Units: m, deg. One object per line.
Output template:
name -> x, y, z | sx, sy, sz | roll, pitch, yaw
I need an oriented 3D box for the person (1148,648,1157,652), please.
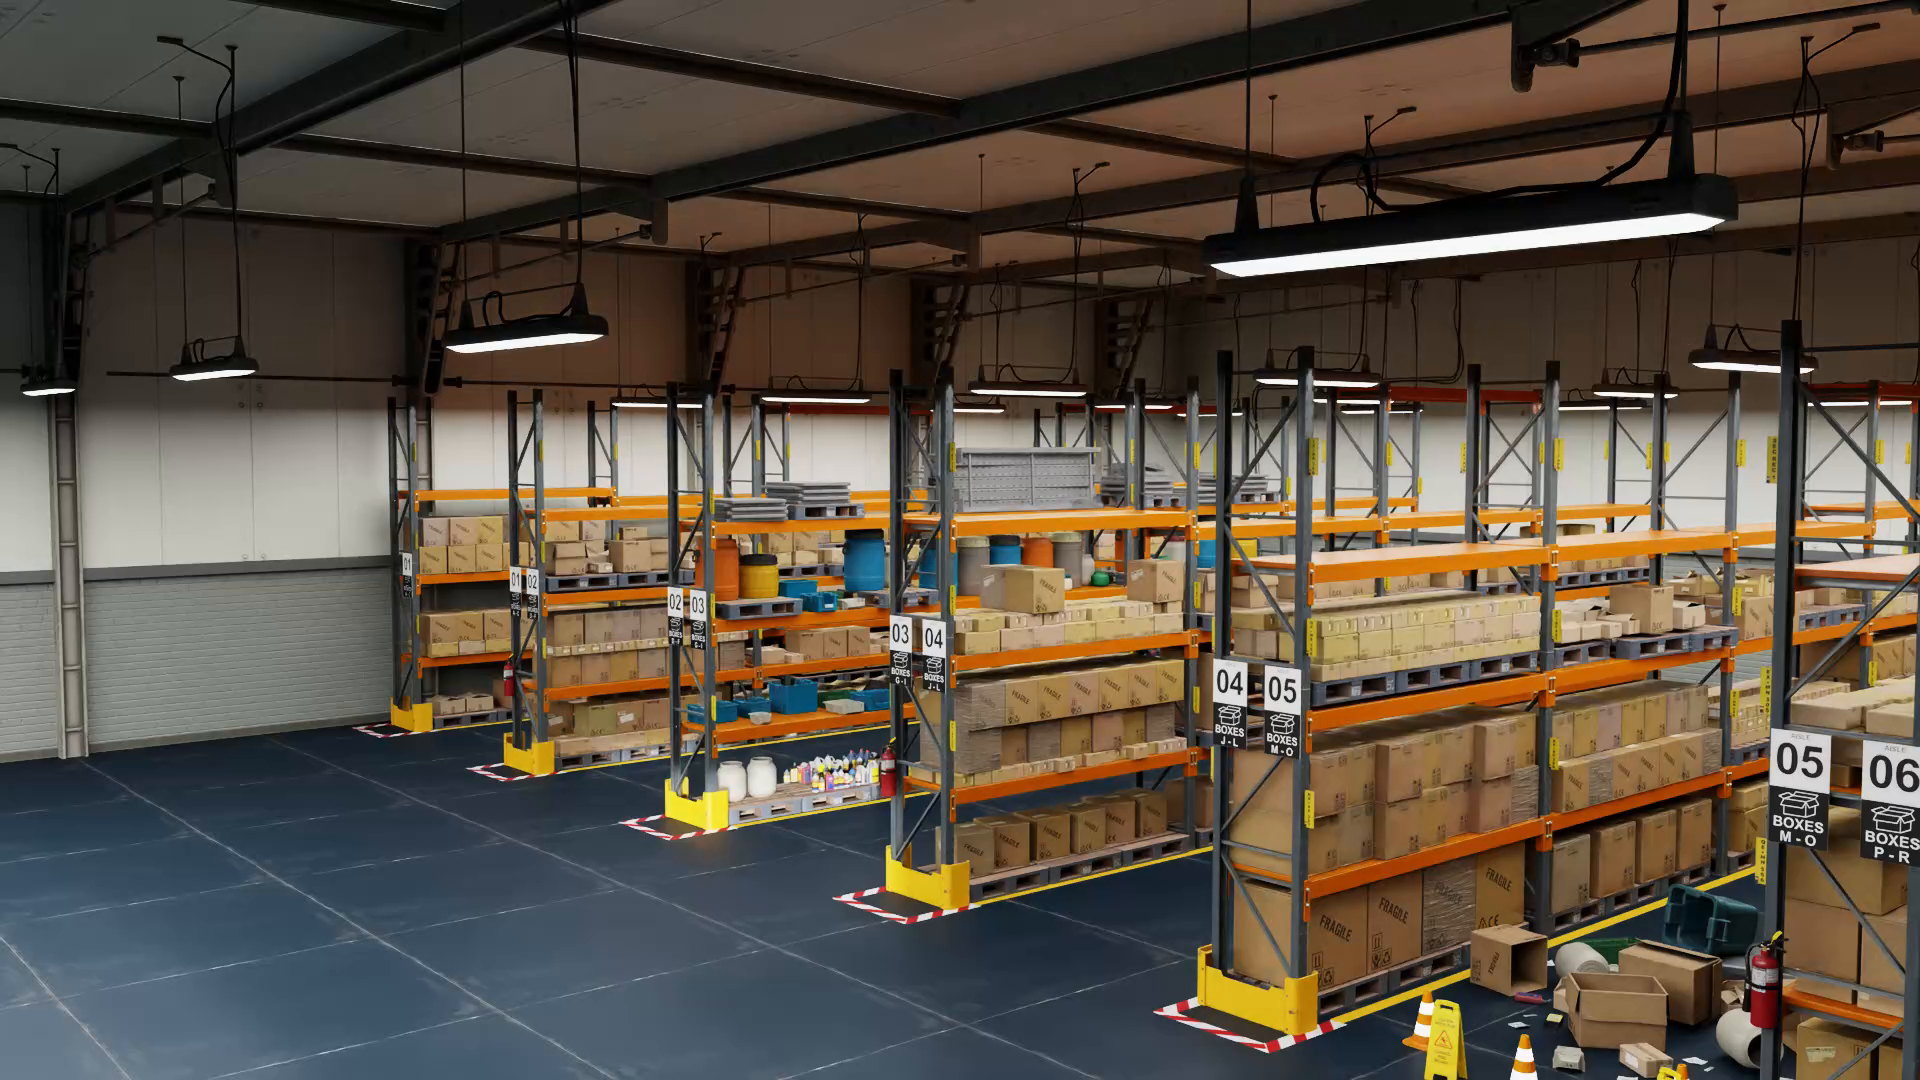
person -> 4.654, 1.976, 40.203 | 0.494, 1.712, 0.497 | -2, 4, -31
